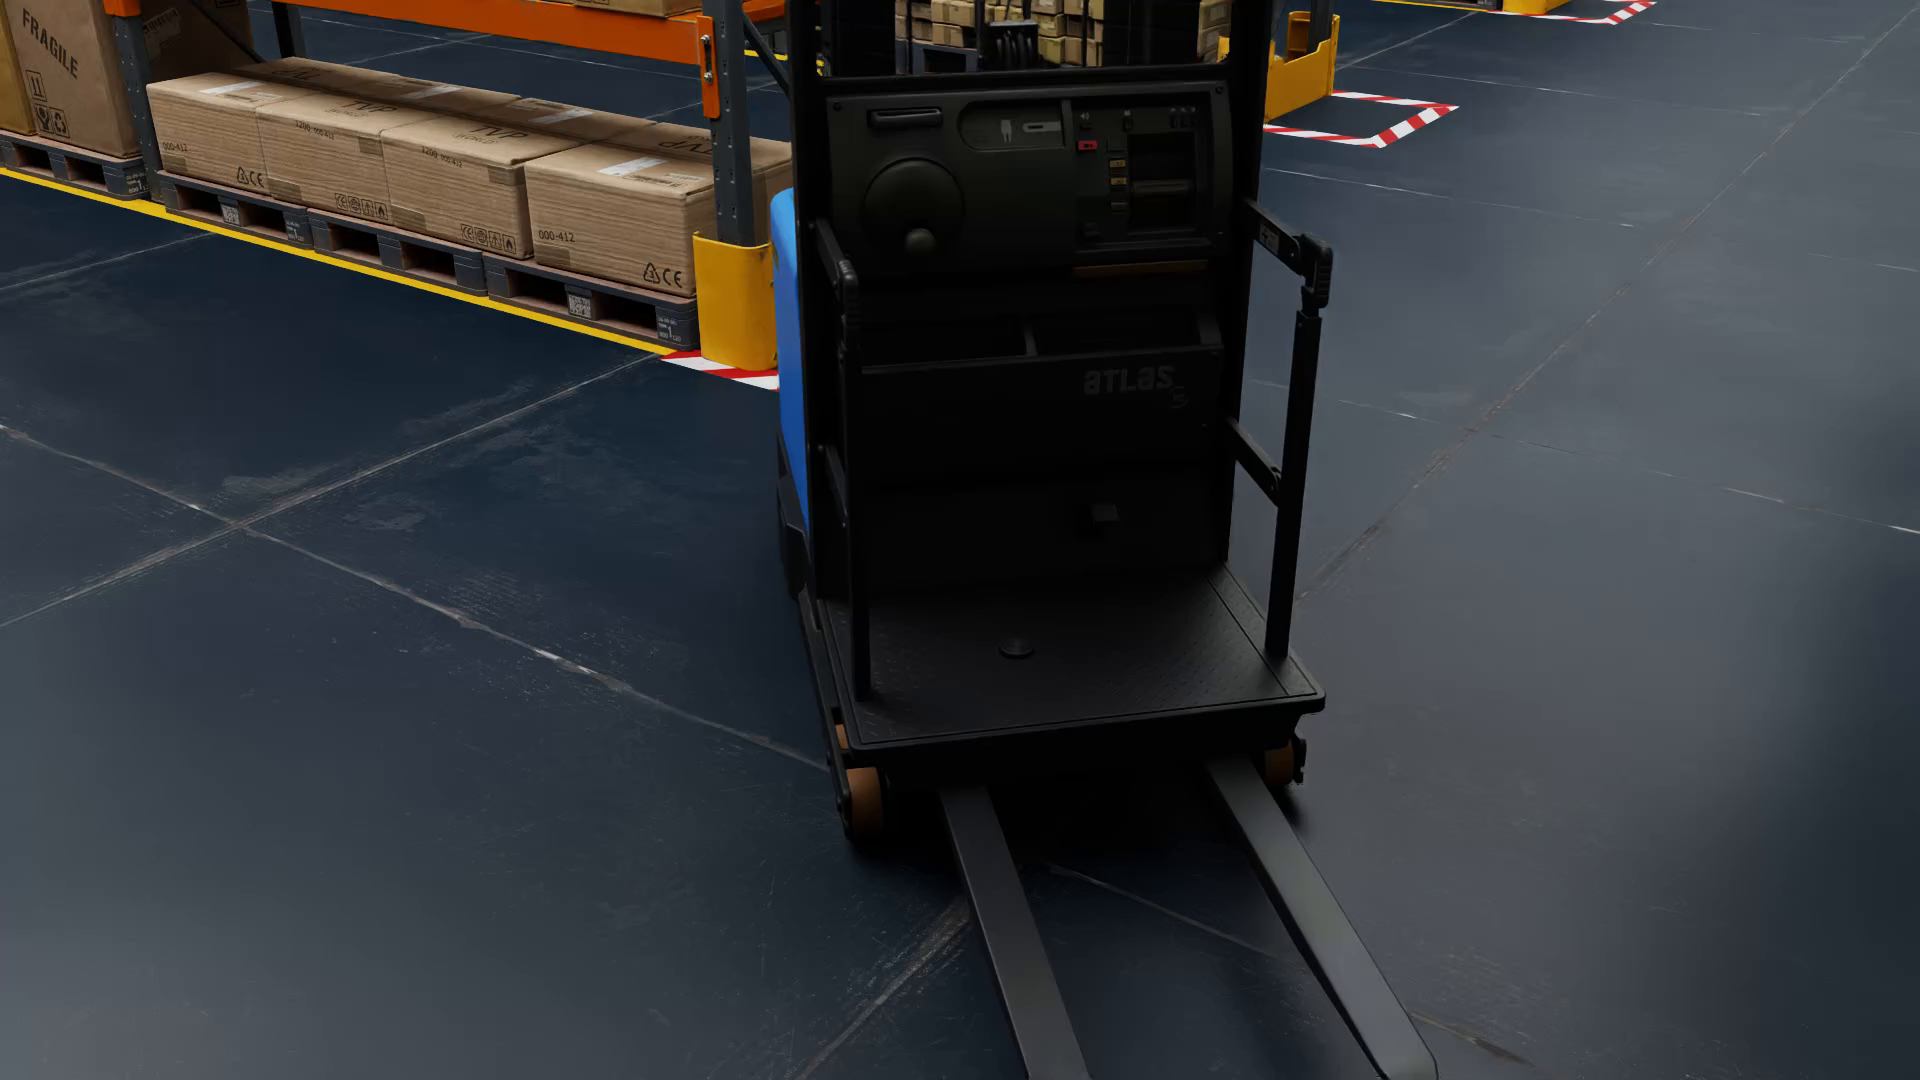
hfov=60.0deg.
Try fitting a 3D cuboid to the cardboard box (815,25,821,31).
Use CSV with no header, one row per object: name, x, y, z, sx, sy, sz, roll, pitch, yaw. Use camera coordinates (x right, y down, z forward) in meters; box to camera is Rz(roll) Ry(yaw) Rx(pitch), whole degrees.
cardboard box,-0.858,-3.796,12.082,0.250,0.149,0.380,18,32,32

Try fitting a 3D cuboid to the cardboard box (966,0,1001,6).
cardboard box,0.245,-3.766,11.368,0.250,0.149,0.380,17,32,31

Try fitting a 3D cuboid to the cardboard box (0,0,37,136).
cardboard box,-5.220,-2.883,9.488,0.875,0.875,0.875,18,32,32

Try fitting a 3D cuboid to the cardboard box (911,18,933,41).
cardboard box,-0.144,-3.649,11.793,0.250,0.149,0.380,16,31,28

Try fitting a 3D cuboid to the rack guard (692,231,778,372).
rack guard,-0.597,-1.137,6.934,0.348,0.500,1.175,17,32,30

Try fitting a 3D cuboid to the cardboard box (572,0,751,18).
cardboard box,-1.165,-2.327,6.405,0.500,0.500,0.500,18,32,31

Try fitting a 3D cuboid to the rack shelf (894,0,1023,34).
rack shelf,-0.087,-1.871,5.098,0.480,0.518,0.431,12,29,22

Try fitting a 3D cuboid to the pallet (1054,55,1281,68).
pallet,1.390,-3.133,11.173,1.213,0.211,1.003,17,32,30

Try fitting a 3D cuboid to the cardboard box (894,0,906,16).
cardboard box,-0.376,-3.847,11.854,0.250,0.149,0.380,16,31,28

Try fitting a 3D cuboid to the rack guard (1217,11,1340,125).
rack guard,2.039,-3.040,10.672,0.348,0.500,1.175,17,32,30

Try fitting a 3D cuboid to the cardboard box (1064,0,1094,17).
cardboard box,0.885,-3.552,10.947,0.250,0.149,0.380,16,31,28

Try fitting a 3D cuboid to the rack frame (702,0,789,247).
rack frame,-0.617,-2.258,6.379,0.127,3.000,1.000,17,32,30

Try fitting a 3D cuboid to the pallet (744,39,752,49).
pallet,-1.838,-4.118,13.109,1.213,0.211,1.003,17,32,30

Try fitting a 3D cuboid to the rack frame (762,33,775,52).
rack frame,-1.195,-5.161,12.085,0.127,3.000,1.000,17,32,30

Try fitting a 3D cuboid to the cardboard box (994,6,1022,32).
cardboard box,0.441,-3.546,11.263,0.250,0.149,0.380,19,33,33

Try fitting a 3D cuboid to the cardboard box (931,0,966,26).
cardboard box,0.010,-3.679,11.524,0.250,0.149,0.380,17,32,30

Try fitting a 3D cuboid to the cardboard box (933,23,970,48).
cardboard box,0.016,-3.546,11.591,0.250,0.149,0.380,16,31,29

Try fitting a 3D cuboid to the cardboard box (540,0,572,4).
cardboard box,-1.570,-2.462,6.670,0.500,0.500,0.500,17,31,29

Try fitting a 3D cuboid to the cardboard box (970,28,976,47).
cardboard box,0.275,-3.507,11.515,0.250,0.149,0.380,18,32,32

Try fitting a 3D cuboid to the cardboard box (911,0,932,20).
cardboard box,-0.163,-3.767,11.698,0.250,0.149,0.380,19,33,33

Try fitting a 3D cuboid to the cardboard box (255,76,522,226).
cardboard box,-2.719,-1.899,8.036,0.875,0.438,0.875,16,31,29

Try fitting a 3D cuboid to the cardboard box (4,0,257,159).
cardboard box,-4.471,-2.654,9.038,0.875,0.875,0.875,18,32,32

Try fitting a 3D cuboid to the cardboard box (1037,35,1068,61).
cardboard box,0.655,-3.337,11.180,0.250,0.149,0.380,16,31,28

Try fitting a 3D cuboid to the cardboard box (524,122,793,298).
cardboard box,-1.218,-1.435,7.124,0.875,0.438,0.875,16,31,29

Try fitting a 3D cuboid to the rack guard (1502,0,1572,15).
rack guard,5.013,-4.842,14.214,0.348,0.500,1.175,17,32,30

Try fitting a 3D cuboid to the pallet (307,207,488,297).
pallet,-2.322,-1.504,7.974,1.213,0.211,1.003,17,32,30

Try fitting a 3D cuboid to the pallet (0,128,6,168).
pallet,-5.603,-2.525,9.979,1.213,0.211,1.003,17,32,30

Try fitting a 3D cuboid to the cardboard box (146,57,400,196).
cardboard box,-3.458,-2.129,8.488,0.875,0.438,0.875,17,31,30

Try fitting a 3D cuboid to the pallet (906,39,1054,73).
pallet,0.388,-3.446,11.789,1.213,0.211,1.003,17,32,30

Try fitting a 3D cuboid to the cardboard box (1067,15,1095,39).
cardboard box,0.913,-3.452,11.079,0.250,0.149,0.380,17,31,30

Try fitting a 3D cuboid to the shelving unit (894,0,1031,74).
shelving unit,-0.087,-1.259,5.409,0.503,2.100,0.431,12,29,22

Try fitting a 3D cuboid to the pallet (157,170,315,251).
pallet,-3.332,-1.817,8.589,1.213,0.211,1.003,17,32,30

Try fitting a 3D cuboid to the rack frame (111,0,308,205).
rack frame,-3.914,-3.285,8.397,0.127,3.000,1.000,17,32,30

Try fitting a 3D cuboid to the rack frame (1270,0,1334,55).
rack frame,2.102,-4.134,10.066,0.127,3.000,1.000,17,32,30

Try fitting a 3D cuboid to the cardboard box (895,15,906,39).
cardboard box,-0.386,-3.705,11.903,0.250,0.149,0.380,17,31,29

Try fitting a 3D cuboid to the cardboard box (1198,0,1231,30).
cardboard box,1.522,-3.357,10.564,0.250,0.149,0.380,18,32,31

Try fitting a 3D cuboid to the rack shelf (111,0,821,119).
rack shelf,-2.266,-2.451,7.551,4.000,0.370,1.077,17,32,30

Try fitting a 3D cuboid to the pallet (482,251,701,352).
pallet,-1.321,-1.191,7.357,1.213,0.211,1.003,17,32,30

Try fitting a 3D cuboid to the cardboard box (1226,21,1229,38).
cardboard box,1.816,-3.414,11.003,0.250,0.149,0.380,19,32,32

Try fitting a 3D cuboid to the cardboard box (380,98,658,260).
cardboard box,-1.977,-1.667,7.580,0.875,0.438,0.875,18,32,32

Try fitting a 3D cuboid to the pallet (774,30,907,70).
pallet,-0.621,-3.759,12.404,1.213,0.211,1.003,17,32,30

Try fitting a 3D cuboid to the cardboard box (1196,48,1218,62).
cardboard box,1.550,-3.108,10.730,0.250,0.149,0.380,18,32,31

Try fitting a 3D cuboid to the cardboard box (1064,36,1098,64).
cardboard box,0.901,-3.295,11.097,0.250,0.149,0.380,18,32,31

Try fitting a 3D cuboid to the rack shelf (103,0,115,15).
rack shelf,-5.563,-3.478,9.570,4.000,0.370,1.077,17,32,30

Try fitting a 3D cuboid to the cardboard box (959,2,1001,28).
cardboard box,0.198,-3.606,11.381,0.250,0.149,0.380,18,32,31

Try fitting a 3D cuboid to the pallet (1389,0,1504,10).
pallet,4.290,-4.896,14.638,1.213,0.211,1.003,17,32,30

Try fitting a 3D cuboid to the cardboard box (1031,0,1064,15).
cardboard box,0.632,-3.600,11.042,0.250,0.149,0.380,19,32,32

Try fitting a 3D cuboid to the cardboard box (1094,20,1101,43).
cardboard box,1.076,-3.345,10.868,0.250,0.149,0.380,16,31,28

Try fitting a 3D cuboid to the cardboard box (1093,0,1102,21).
cardboard box,1.062,-3.462,10.770,0.250,0.149,0.380,17,31,29

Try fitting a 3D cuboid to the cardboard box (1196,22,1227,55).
cardboard box,1.505,-3.212,10.607,0.250,0.149,0.380,16,31,29

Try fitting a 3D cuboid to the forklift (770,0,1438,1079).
forklift,0.210,-0.795,3.580,1.130,2.935,3.031,-5,27,-10

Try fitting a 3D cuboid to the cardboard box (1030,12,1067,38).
cardboard box,0.642,-3.473,11.120,0.250,0.149,0.380,18,32,31

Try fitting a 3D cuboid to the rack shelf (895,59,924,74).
rack shelf,-0.087,-1.247,5.416,0.480,0.518,0.431,12,29,22

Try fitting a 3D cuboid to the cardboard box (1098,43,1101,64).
cardboard box,1.112,-3.236,10.982,0.250,0.149,0.380,17,32,30

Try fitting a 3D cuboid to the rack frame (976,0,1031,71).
rack frame,0.136,-1.214,5.320,0.015,2.100,0.400,12,29,22

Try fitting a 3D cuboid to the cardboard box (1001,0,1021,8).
cardboard box,0.477,-3.710,11.256,0.250,0.149,0.380,16,31,29

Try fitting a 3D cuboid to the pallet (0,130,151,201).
pallet,-4.593,-2.212,9.364,1.213,0.211,1.003,17,32,30
